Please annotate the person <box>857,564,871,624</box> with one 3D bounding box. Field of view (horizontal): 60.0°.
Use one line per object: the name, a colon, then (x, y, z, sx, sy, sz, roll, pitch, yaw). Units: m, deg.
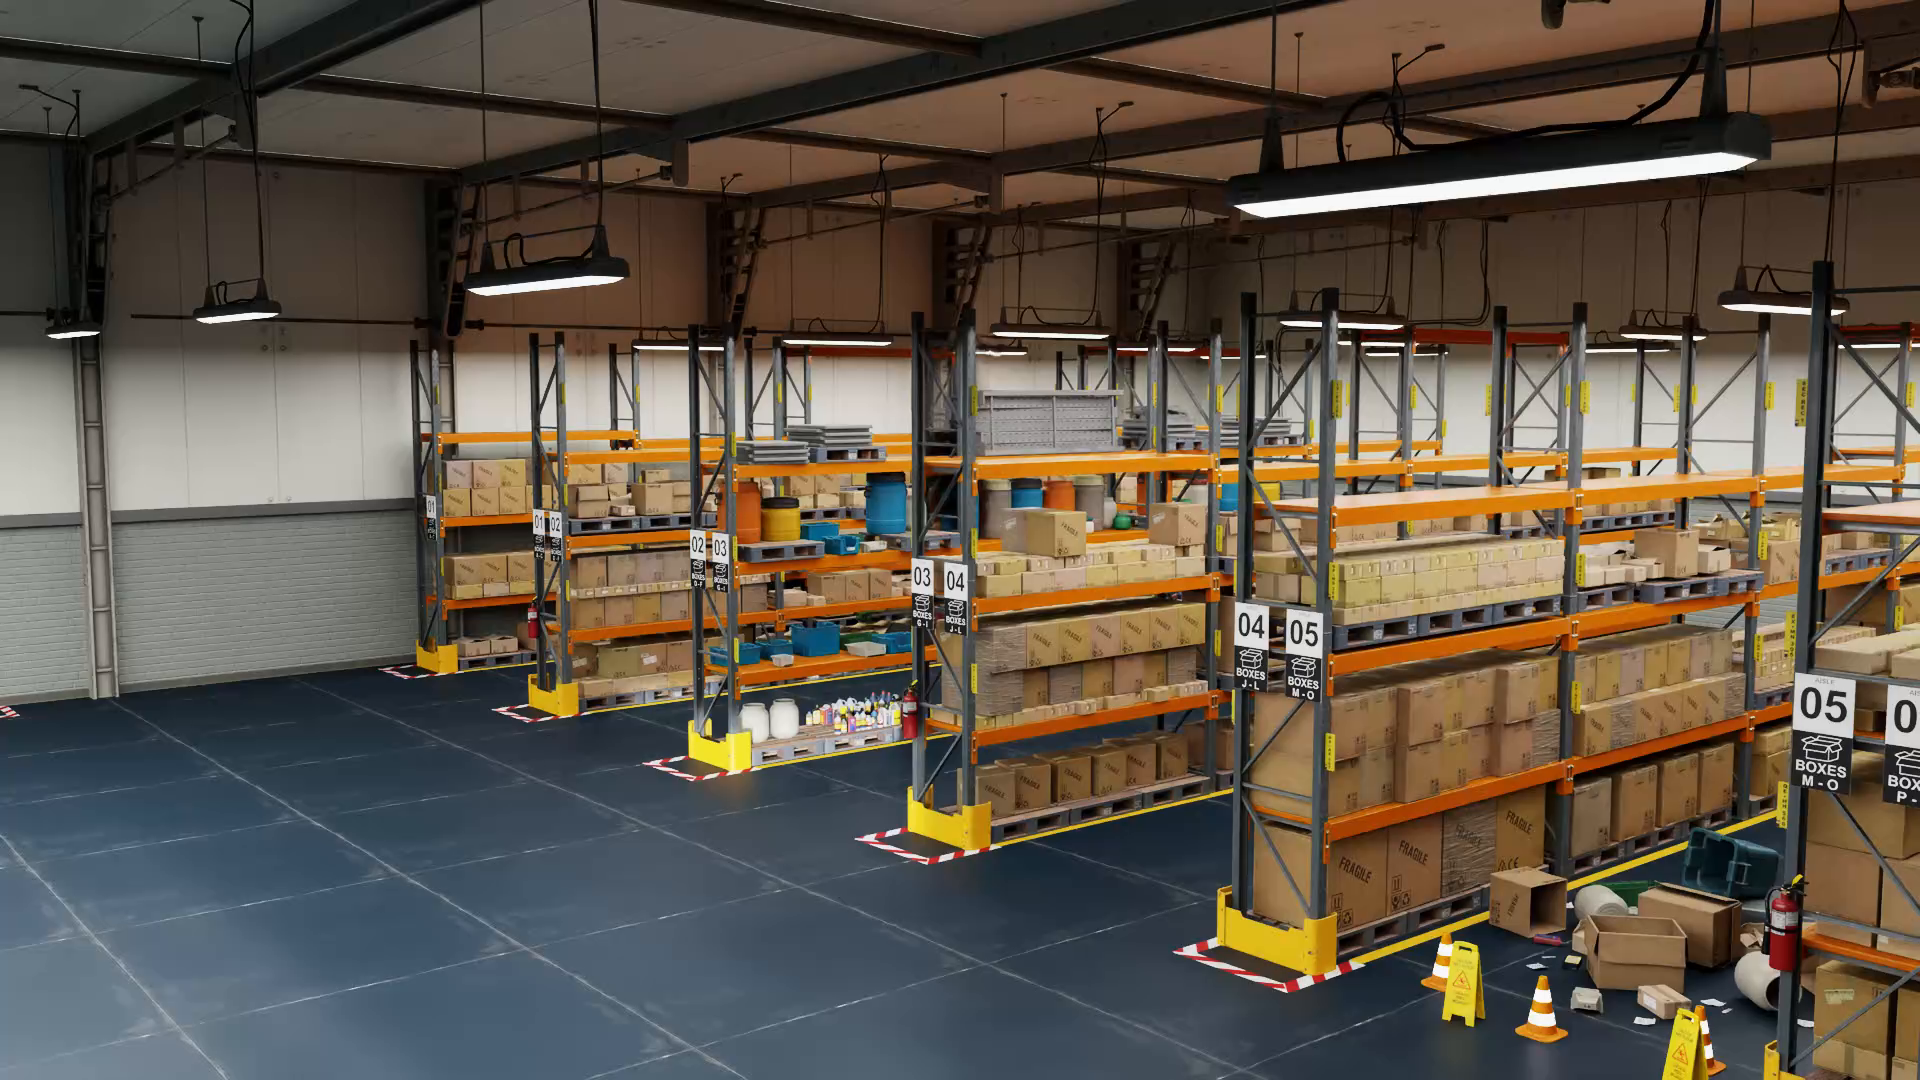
person: (-1.910, 1.217, 33.041, 0.632, 1.823, 0.705, 5, 7, 42)
